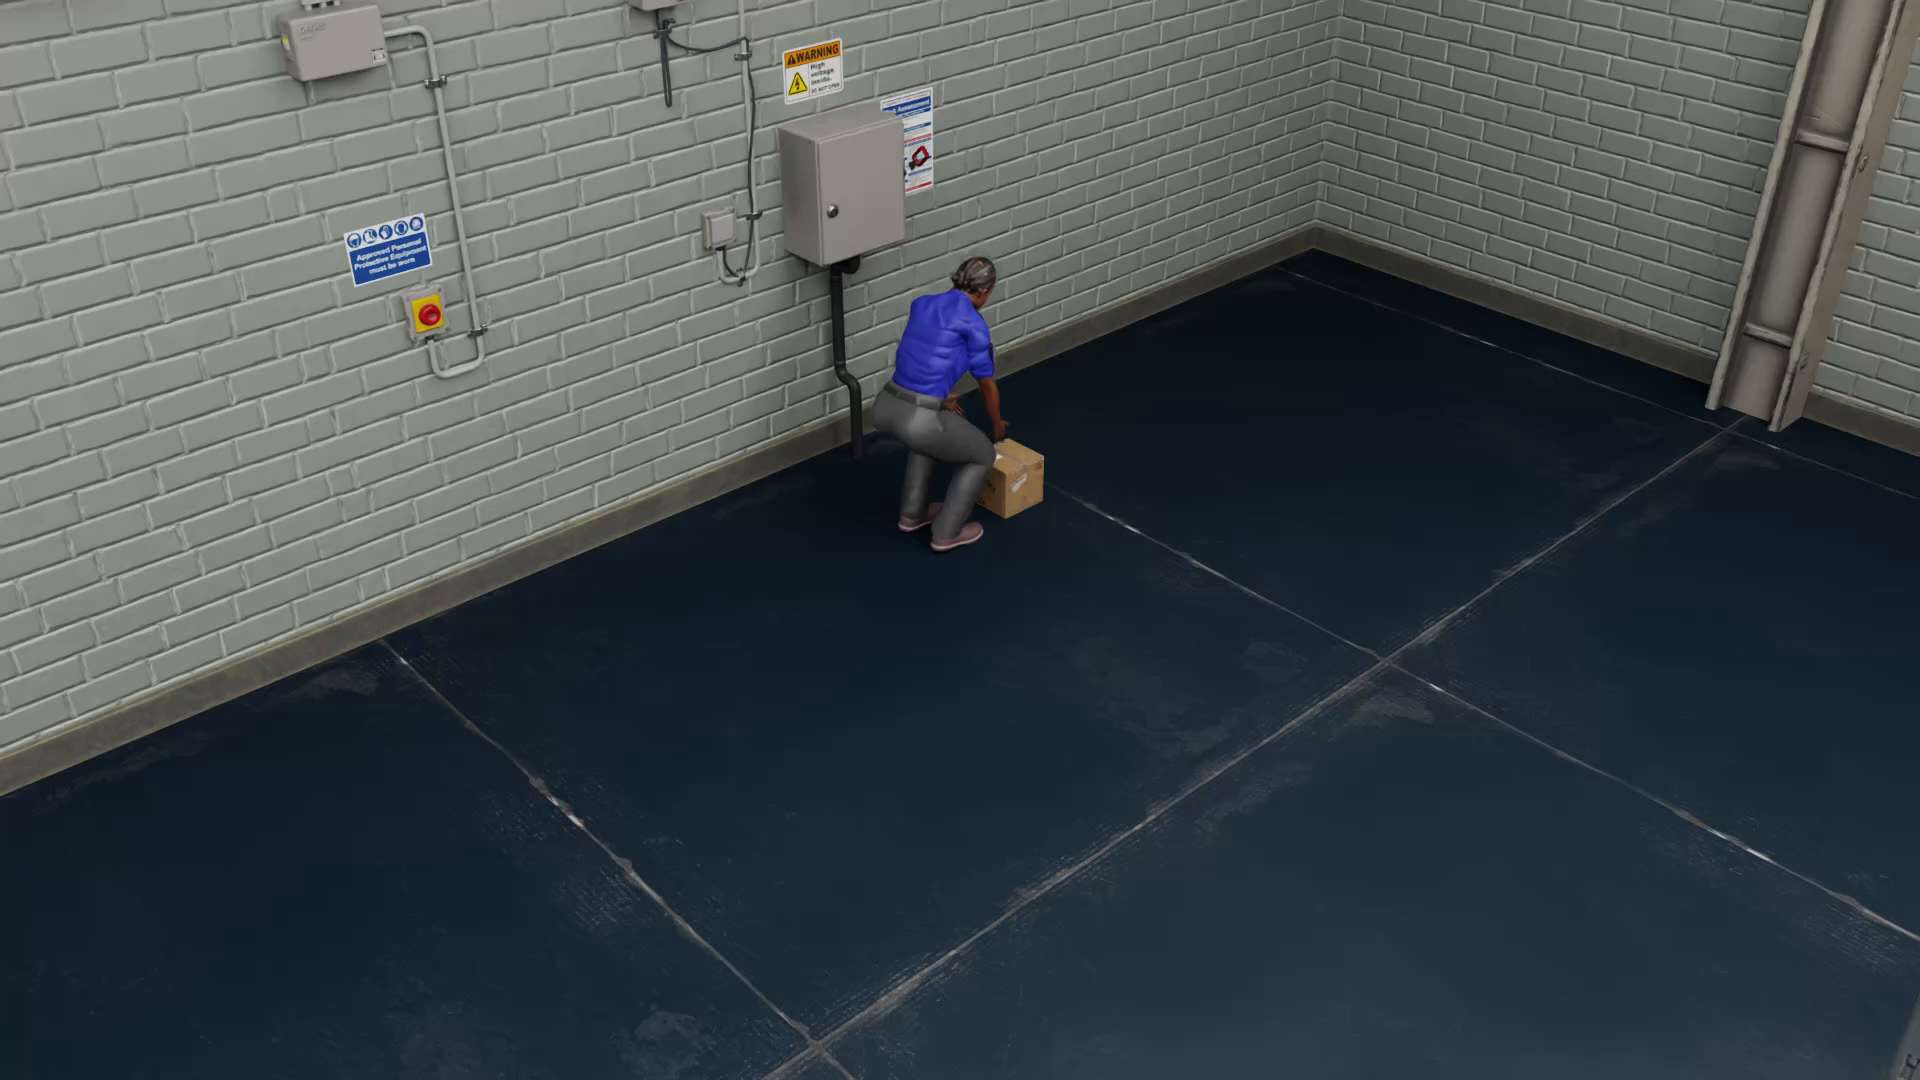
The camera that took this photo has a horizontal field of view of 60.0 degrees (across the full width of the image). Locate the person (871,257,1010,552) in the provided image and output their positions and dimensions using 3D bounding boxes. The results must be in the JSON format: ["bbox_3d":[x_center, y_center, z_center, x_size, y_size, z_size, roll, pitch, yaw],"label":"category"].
[{"bbox_3d":[-0.102,-0.599,7.470,0.683,1.277,0.496,-26,40,-35],"label":"person"}]
